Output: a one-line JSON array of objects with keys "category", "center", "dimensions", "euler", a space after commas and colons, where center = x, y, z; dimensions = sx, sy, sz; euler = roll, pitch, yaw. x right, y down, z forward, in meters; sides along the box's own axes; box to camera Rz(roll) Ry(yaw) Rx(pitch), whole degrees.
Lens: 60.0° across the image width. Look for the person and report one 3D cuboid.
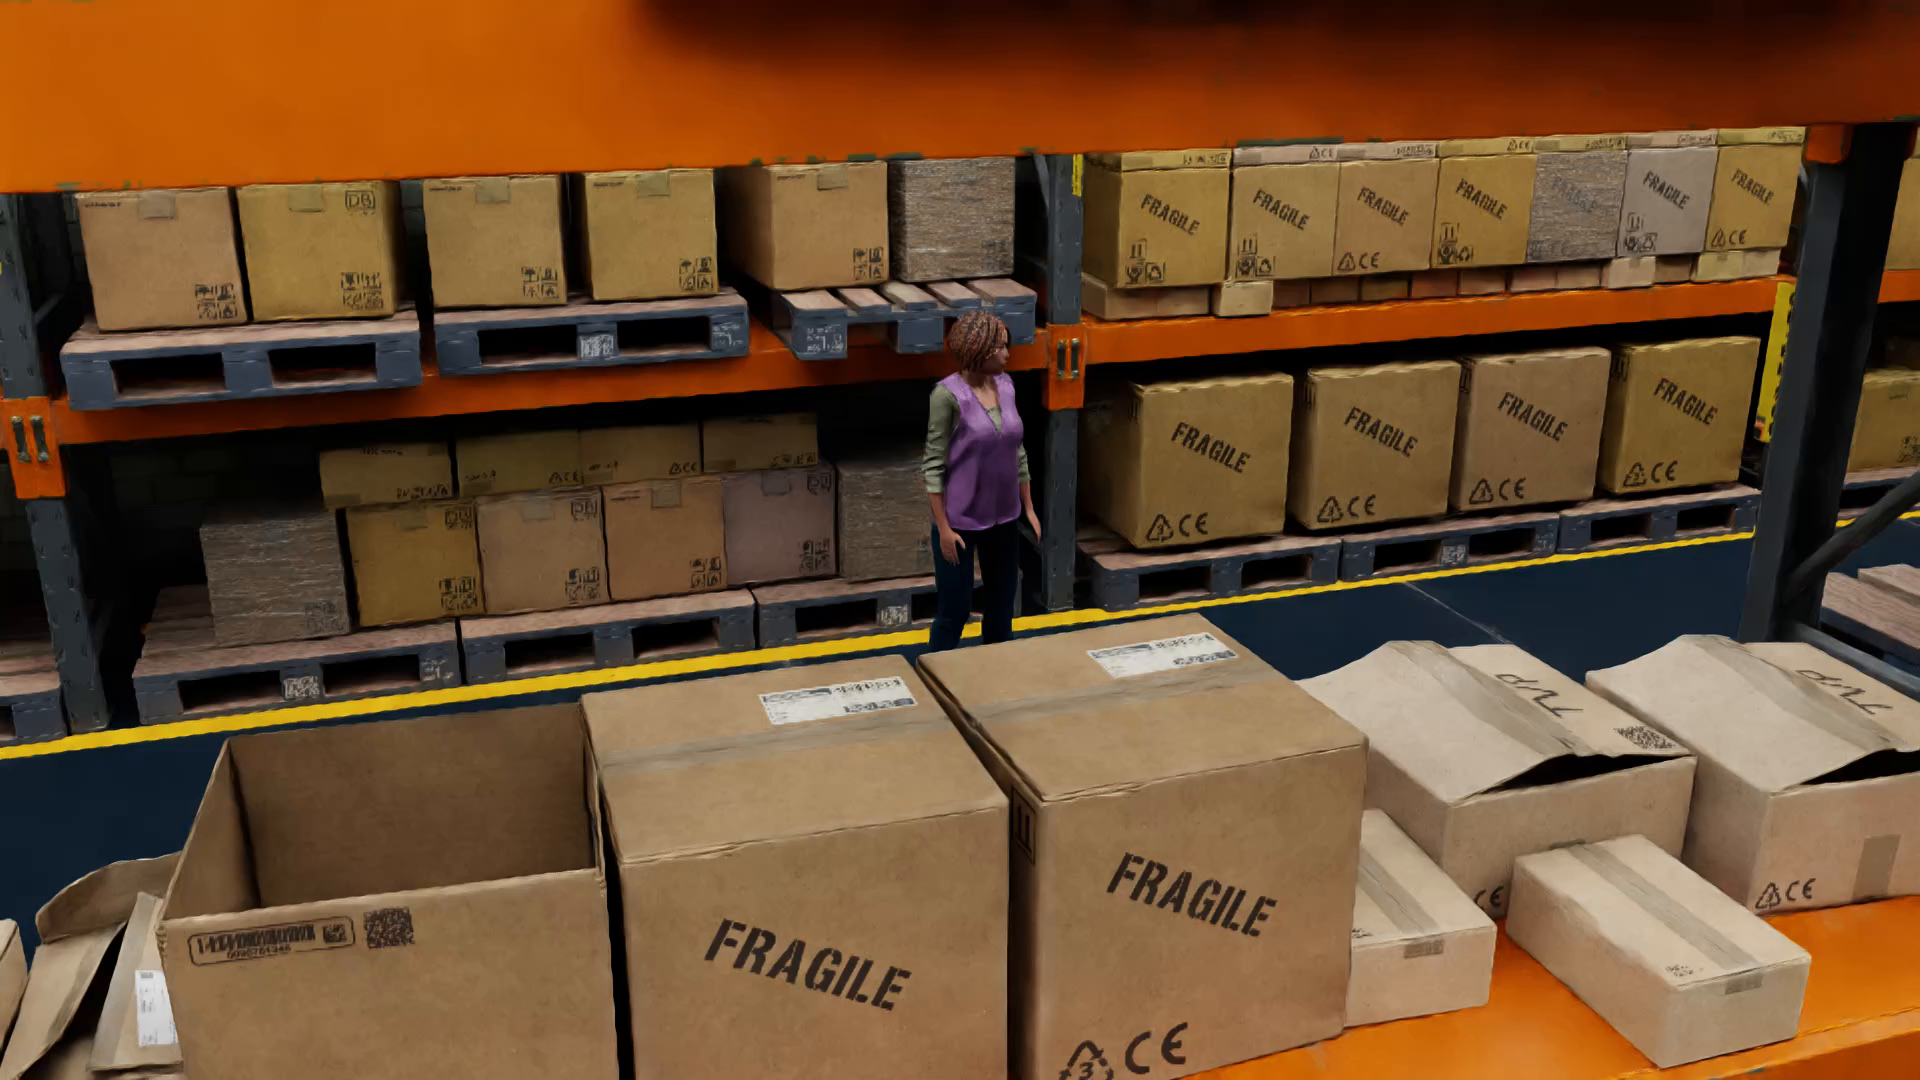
[{"category": "person", "center": [0.073, -0.042, 6.206], "dimensions": [0.453, 1.616, 0.368], "euler": [-14, 24, -35]}]
